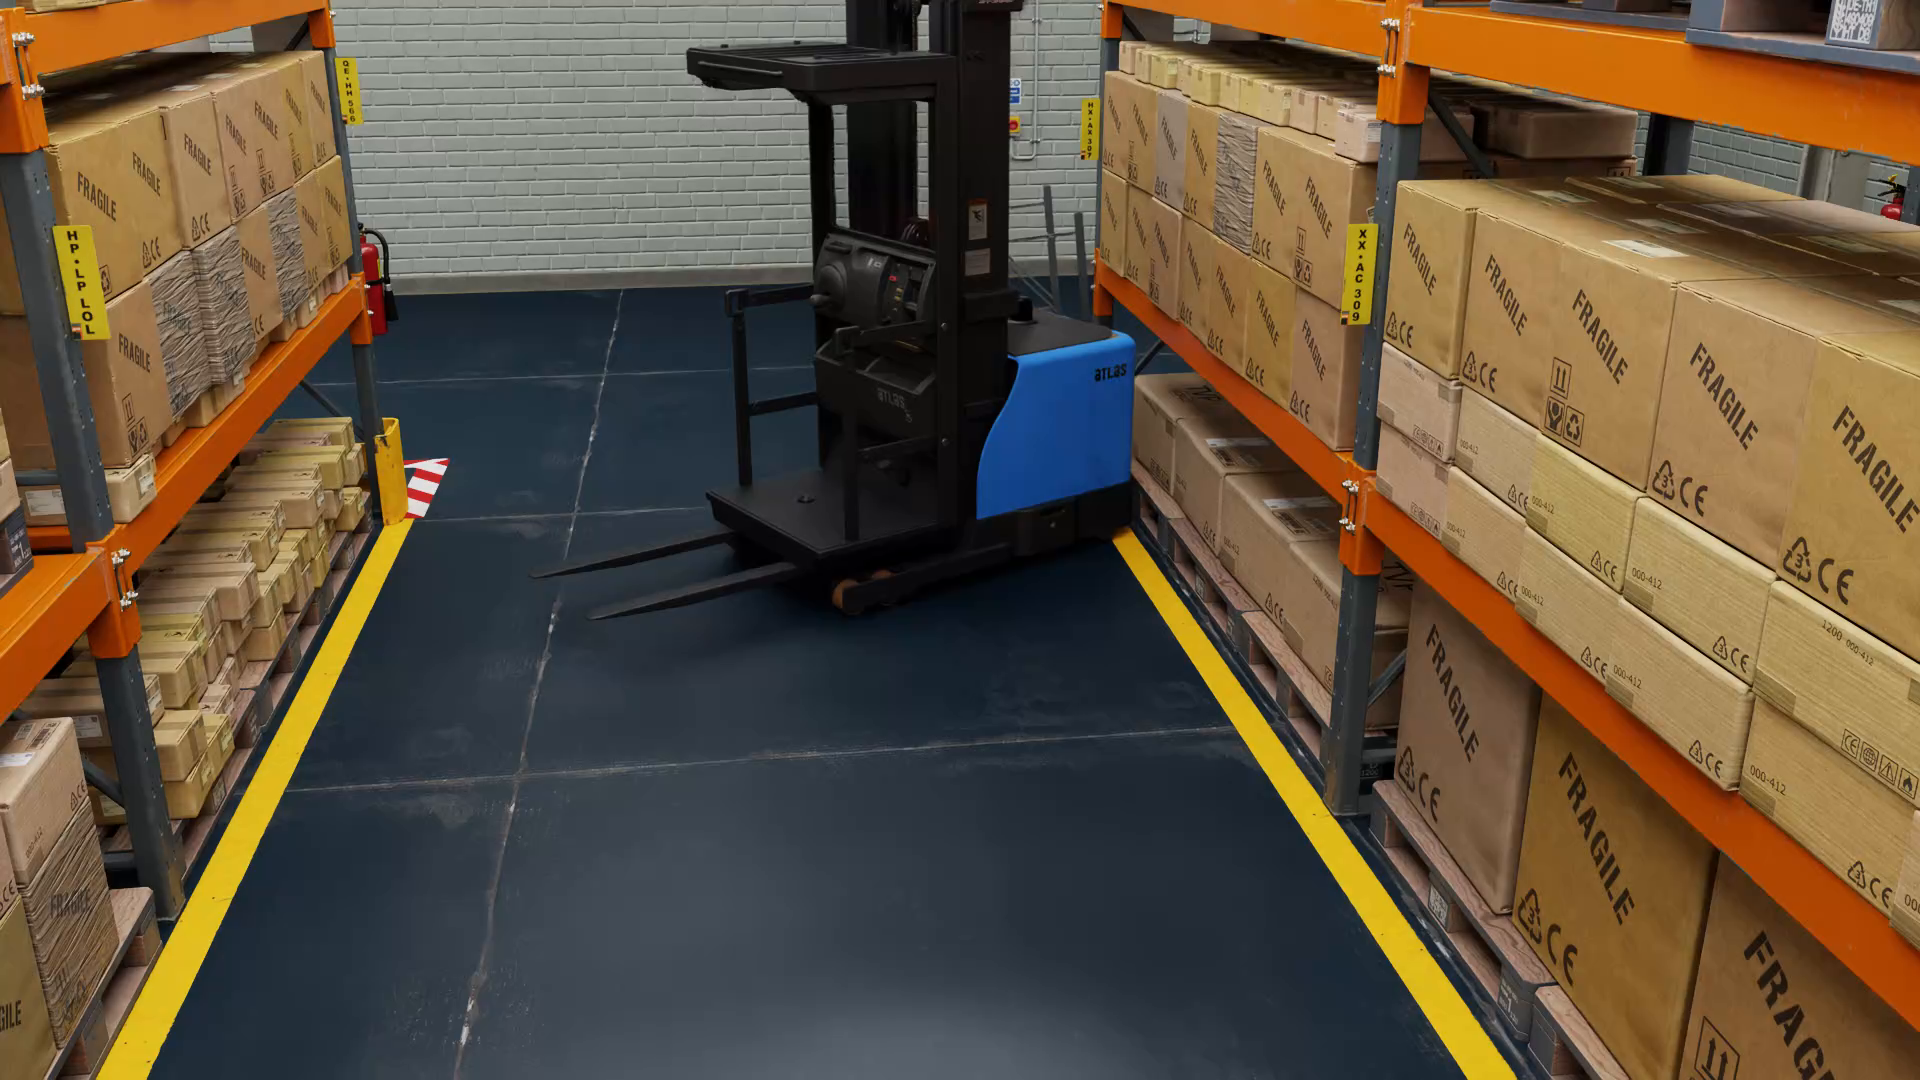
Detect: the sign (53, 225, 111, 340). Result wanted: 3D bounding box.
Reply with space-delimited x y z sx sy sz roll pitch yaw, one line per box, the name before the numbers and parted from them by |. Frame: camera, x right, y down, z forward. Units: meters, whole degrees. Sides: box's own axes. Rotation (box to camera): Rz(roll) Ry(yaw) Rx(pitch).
sign | -2.496 -0.730 4.728 0.100 0.325 0.005 -3 21 -8

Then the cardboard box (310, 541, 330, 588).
cardboard box | -3.102 0.117 7.590 0.380 0.149 0.250 -4 21 -10

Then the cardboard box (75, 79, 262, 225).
cardboard box | -3.073 -1.514 6.485 0.500 0.500 0.500 -4 21 -10

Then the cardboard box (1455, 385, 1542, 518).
cardboard box | 1.726 -0.261 4.628 0.500 0.250 0.500 -3 21 -7

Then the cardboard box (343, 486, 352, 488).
cardboard box | -3.339 -0.233 8.526 0.380 0.149 0.250 -3 21 -7

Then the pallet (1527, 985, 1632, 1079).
pallet | 2.204 1.550 4.264 1.003 0.211 1.213 -3 21 -8

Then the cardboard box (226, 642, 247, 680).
cardboard box | -3.064 0.486 6.602 0.380 0.149 0.250 -4 21 -10

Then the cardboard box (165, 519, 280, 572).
cardboard box | -3.090 0.030 6.973 0.380 0.149 0.250 -3 21 -7

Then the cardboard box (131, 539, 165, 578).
cardboard box | -3.542 0.052 6.913 0.380 0.149 0.250 -3 21 -8

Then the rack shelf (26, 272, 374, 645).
rack shelf | -3.333 -0.514 6.832 1.077 0.370 4.000 -3 21 -8

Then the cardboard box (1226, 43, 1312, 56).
cardboard box | 1.573 -2.446 8.479 0.380 0.149 0.250 -3 21 -7

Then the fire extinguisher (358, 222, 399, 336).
fire extinguisher | -3.201 -1.443 8.935 0.296 0.674 0.183 -3 21 -8

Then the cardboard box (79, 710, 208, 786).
cardboard box | -2.780 0.700 5.605 0.380 0.149 0.250 -2 21 -5

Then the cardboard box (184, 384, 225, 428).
cardboard box | -2.968 -0.515 6.168 0.380 0.149 0.250 -3 21 -7

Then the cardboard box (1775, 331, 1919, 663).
cardboard box | 1.935 -0.088 3.094 0.500 0.500 0.500 -3 21 -8

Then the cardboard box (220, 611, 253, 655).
cardboard box | -3.029 0.344 6.557 0.380 0.149 0.250 -2 21 -5

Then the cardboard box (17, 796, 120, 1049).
cardboard box | -2.689 1.060 4.564 0.500 0.500 0.500 -3 21 -9

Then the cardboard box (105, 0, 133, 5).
cardboard box | -2.932 -1.840 5.282 0.500 0.250 0.500 -3 21 -9

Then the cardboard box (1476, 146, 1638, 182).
cardboard box | 2.010 -1.135 5.896 0.500 0.500 0.500 -3 21 -7

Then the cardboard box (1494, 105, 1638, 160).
cardboard box | 2.050 -1.384 5.636 0.380 0.149 0.250 -3 21 -9

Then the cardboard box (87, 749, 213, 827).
cardboard box | -2.779 0.838 5.659 0.380 0.149 0.250 -4 21 -10

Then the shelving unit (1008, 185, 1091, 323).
shelving unit | 0.431 -1.234 9.802 0.587 1.500 1.083 -8 21 -4

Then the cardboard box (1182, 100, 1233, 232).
cardboard box | 1.286 -1.633 7.230 0.500 0.500 0.500 -3 21 -8

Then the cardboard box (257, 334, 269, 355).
cardboard box | -3.196 -0.876 7.134 0.380 0.149 0.250 -4 21 -10

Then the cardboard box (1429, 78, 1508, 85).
cardboard box | 1.934 -1.741 6.592 0.380 0.149 0.250 -4 21 -9

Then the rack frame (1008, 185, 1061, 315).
rack frame | 0.371 -1.407 10.266 0.500 1.500 0.032 -8 21 -4

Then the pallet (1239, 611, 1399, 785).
pallet | 1.807 0.596 6.818 1.003 0.211 1.213 -3 21 -8

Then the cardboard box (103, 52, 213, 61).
cardboard box | -3.819 -2.029 7.864 0.500 0.500 0.500 -3 21 -8

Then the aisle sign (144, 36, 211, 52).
aisle sign | -3.929 -2.771 8.133 0.394 0.787 0.004 -3 21 -8

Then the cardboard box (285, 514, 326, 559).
cardboard box | -3.099 -0.017 7.523 0.380 0.149 0.250 -3 21 -7

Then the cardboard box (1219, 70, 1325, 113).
cardboard box | 1.308 -1.883 6.971 0.380 0.149 0.250 -3 21 -8

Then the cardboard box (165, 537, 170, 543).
cardboard box | -3.552 0.102 7.206 0.380 0.149 0.250 -2 21 -5

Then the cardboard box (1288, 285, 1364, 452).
cardboard box | 1.519 -0.637 5.993 0.500 0.500 0.500 -3 21 -7

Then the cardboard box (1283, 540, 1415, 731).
cardboard box | 1.855 0.338 6.586 0.875 0.438 0.875 -3 21 -9

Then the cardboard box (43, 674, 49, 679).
cardboard box | -3.512 0.563 5.970 0.380 0.149 0.250 -4 21 -10

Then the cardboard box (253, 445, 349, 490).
cardboard box | -3.152 -0.339 7.962 0.380 0.149 0.250 -3 21 -9

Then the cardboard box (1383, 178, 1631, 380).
cardboard box | 1.618 -0.791 4.976 0.500 0.500 0.500 -3 21 -7

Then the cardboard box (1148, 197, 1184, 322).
cardboard box | 1.203 -1.343 7.882 0.500 0.500 0.500 -3 21 -8

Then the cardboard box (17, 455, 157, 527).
cardboard box | -2.762 -0.155 5.203 0.380 0.149 0.250 -2 21 -6

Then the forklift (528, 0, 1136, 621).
forklift | -0.579 -1.230 7.820 3.031 2.935 1.130 -14 25 -34

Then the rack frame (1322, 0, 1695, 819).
rack frame | 1.839 -0.443 5.615 1.000 3.000 0.127 -3 21 -8

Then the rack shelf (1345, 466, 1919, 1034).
rack shelf | 2.127 0.587 3.887 1.077 0.370 4.000 -3 21 -8

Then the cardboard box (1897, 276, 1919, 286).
cardboard box | 2.377 -0.282 3.613 0.500 0.500 0.500 -3 21 -7

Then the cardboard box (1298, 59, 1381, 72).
cardboard box | 1.750 -2.094 7.536 0.380 0.149 0.250 -2 21 -6

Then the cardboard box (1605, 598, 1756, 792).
cardboard box | 1.838 0.324 3.776 0.500 0.250 0.500 -3 21 -9

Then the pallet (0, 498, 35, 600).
pallet | -3.079 0.204 4.158 1.003 0.211 1.213 -3 21 -8

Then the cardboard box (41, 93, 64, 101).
cardboard box | -3.520 -1.319 5.962 0.500 0.500 0.500 -2 21 -6

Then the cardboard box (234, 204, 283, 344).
cardboard box | -3.089 -1.060 6.699 0.500 0.500 0.500 -2 21 -5

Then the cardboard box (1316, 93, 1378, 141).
cardboard box | 1.523 -1.536 6.043 0.380 0.149 0.250 -3 21 -8

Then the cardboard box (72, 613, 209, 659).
cardboard box | -2.956 0.389 6.012 0.380 0.149 0.250 -3 21 -9

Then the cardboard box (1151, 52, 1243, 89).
cardboard box | 1.128 -2.237 7.919 0.380 0.149 0.250 -4 21 -10

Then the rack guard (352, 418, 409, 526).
rack guard | -3.611 -0.346 8.927 1.175 0.500 0.348 -3 21 -8

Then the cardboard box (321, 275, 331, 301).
cardboard box | -3.296 -1.239 8.105 0.380 0.149 0.250 -3 21 -8
